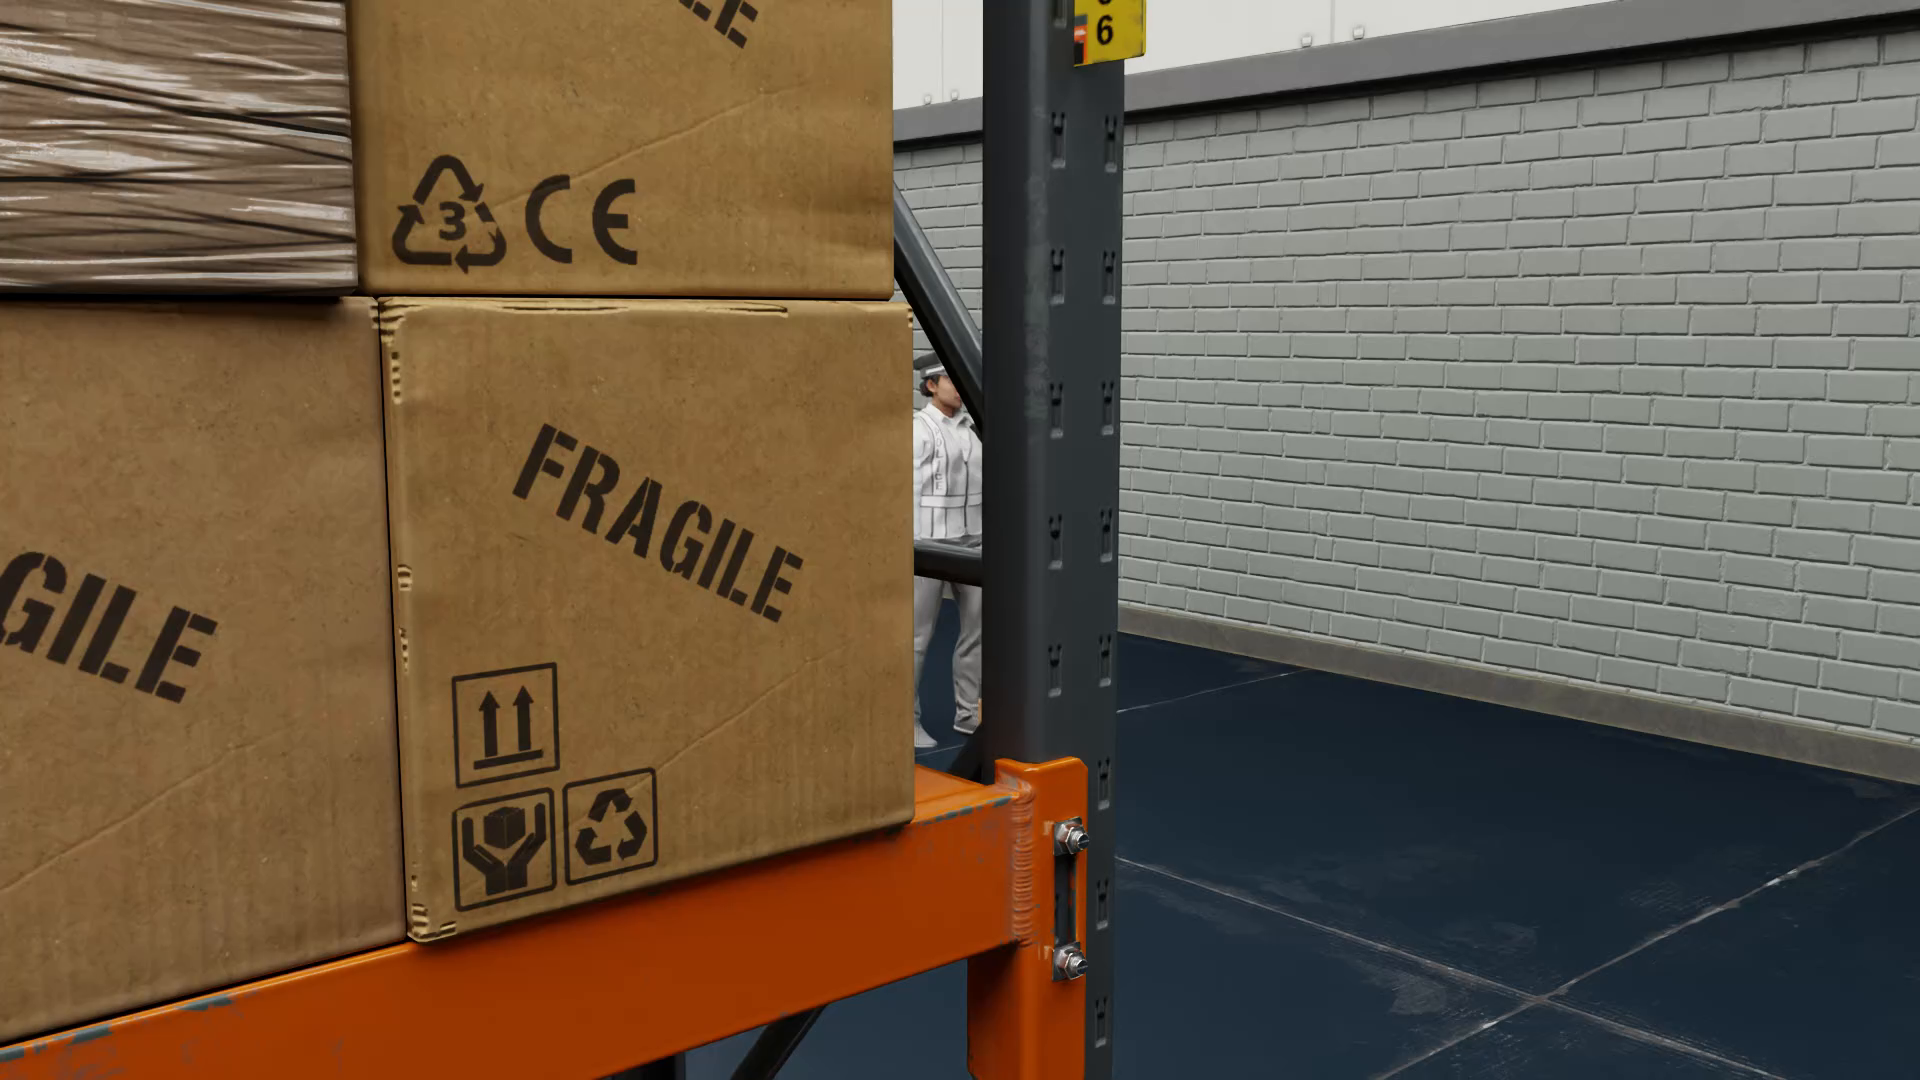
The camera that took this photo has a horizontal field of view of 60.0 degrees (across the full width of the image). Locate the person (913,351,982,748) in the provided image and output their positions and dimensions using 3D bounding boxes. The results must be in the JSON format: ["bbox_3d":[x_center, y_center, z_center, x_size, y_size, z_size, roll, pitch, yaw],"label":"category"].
[{"bbox_3d":[-0.040,0.032,7.058,0.472,1.707,0.409,-6,10,-39],"label":"person"}]
